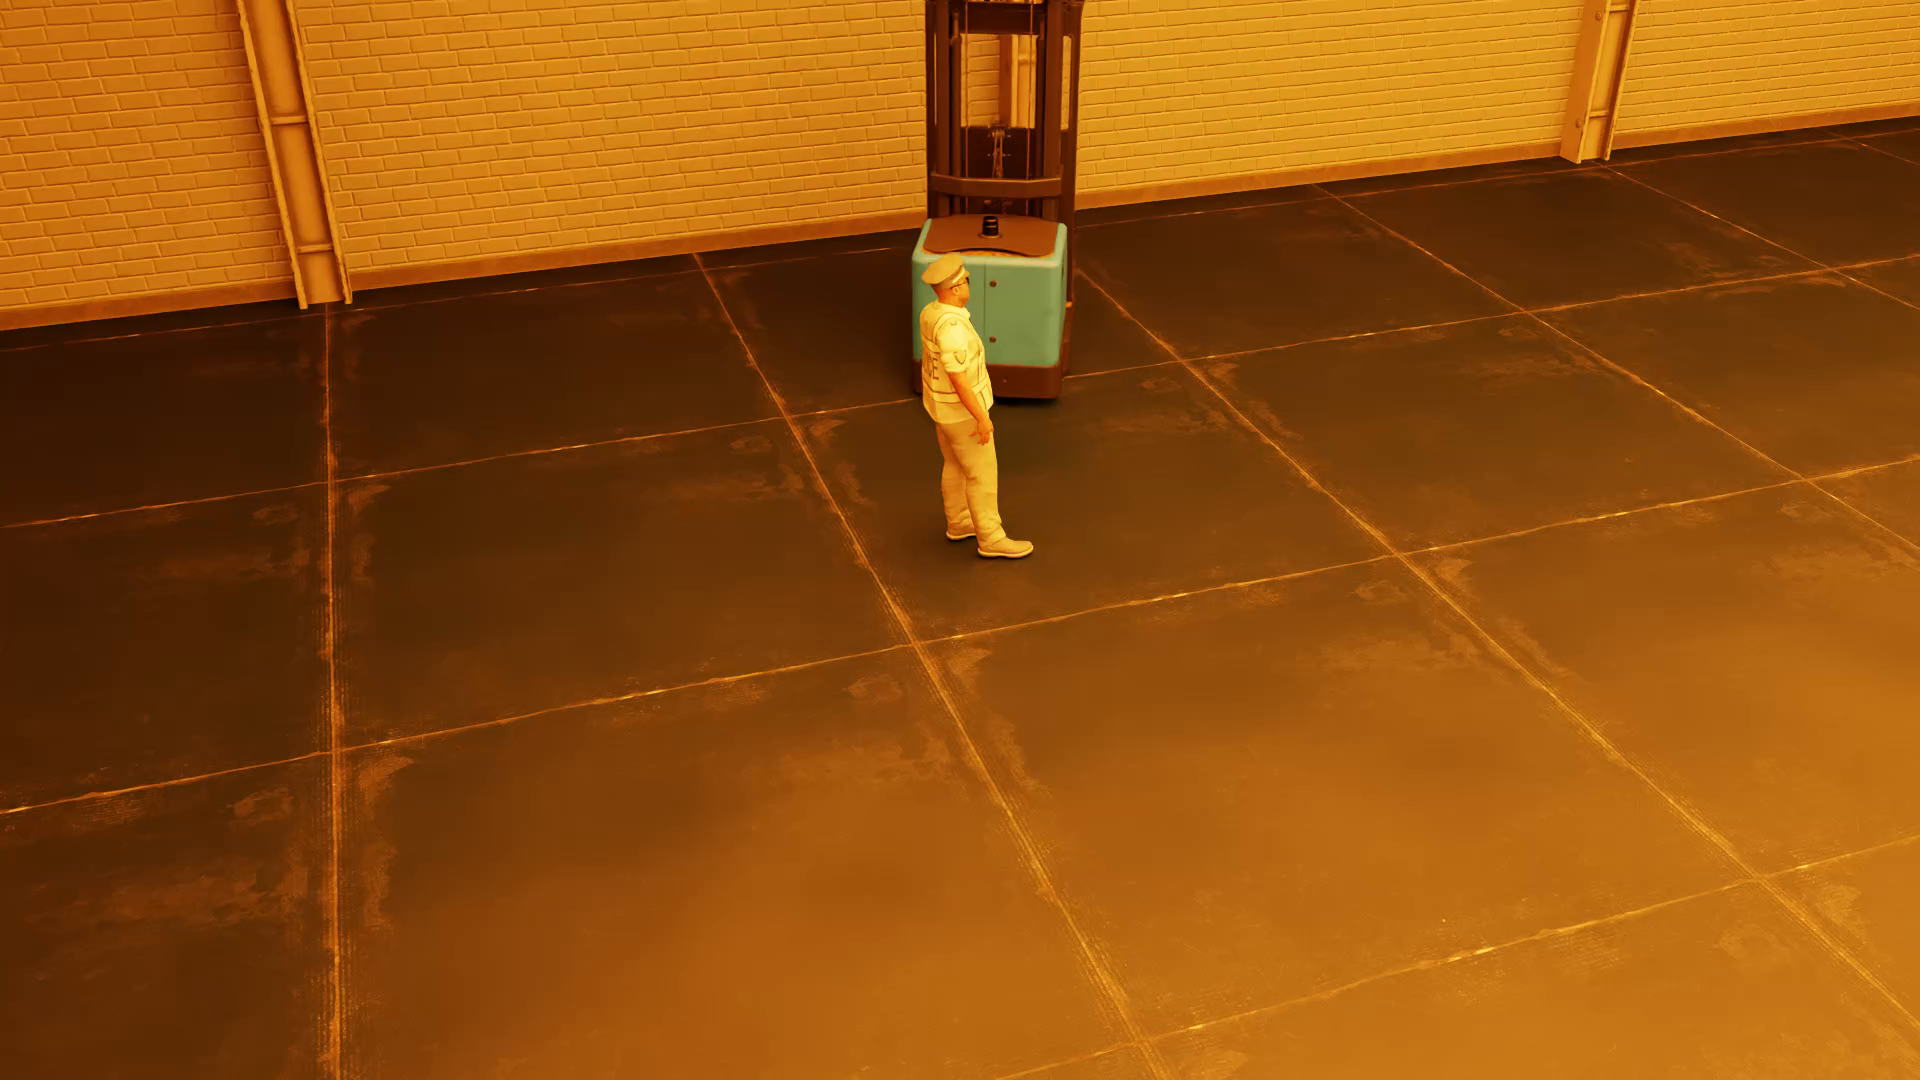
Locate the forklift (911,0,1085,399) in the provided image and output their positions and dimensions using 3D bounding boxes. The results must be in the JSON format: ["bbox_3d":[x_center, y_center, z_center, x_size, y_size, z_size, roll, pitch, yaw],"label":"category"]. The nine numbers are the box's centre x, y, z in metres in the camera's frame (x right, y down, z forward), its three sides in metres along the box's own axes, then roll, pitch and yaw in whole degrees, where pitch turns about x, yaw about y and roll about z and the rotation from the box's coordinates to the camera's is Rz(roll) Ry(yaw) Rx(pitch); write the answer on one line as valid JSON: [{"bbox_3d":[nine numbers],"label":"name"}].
[{"bbox_3d":[0.328,-2.965,12.240,1.130,2.935,3.031,3,30,5],"label":"forklift"}]

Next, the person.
[{"bbox_3d":[0.078,-0.786,9.590,0.574,1.781,0.641,-10,31,-16],"label":"person"}]
